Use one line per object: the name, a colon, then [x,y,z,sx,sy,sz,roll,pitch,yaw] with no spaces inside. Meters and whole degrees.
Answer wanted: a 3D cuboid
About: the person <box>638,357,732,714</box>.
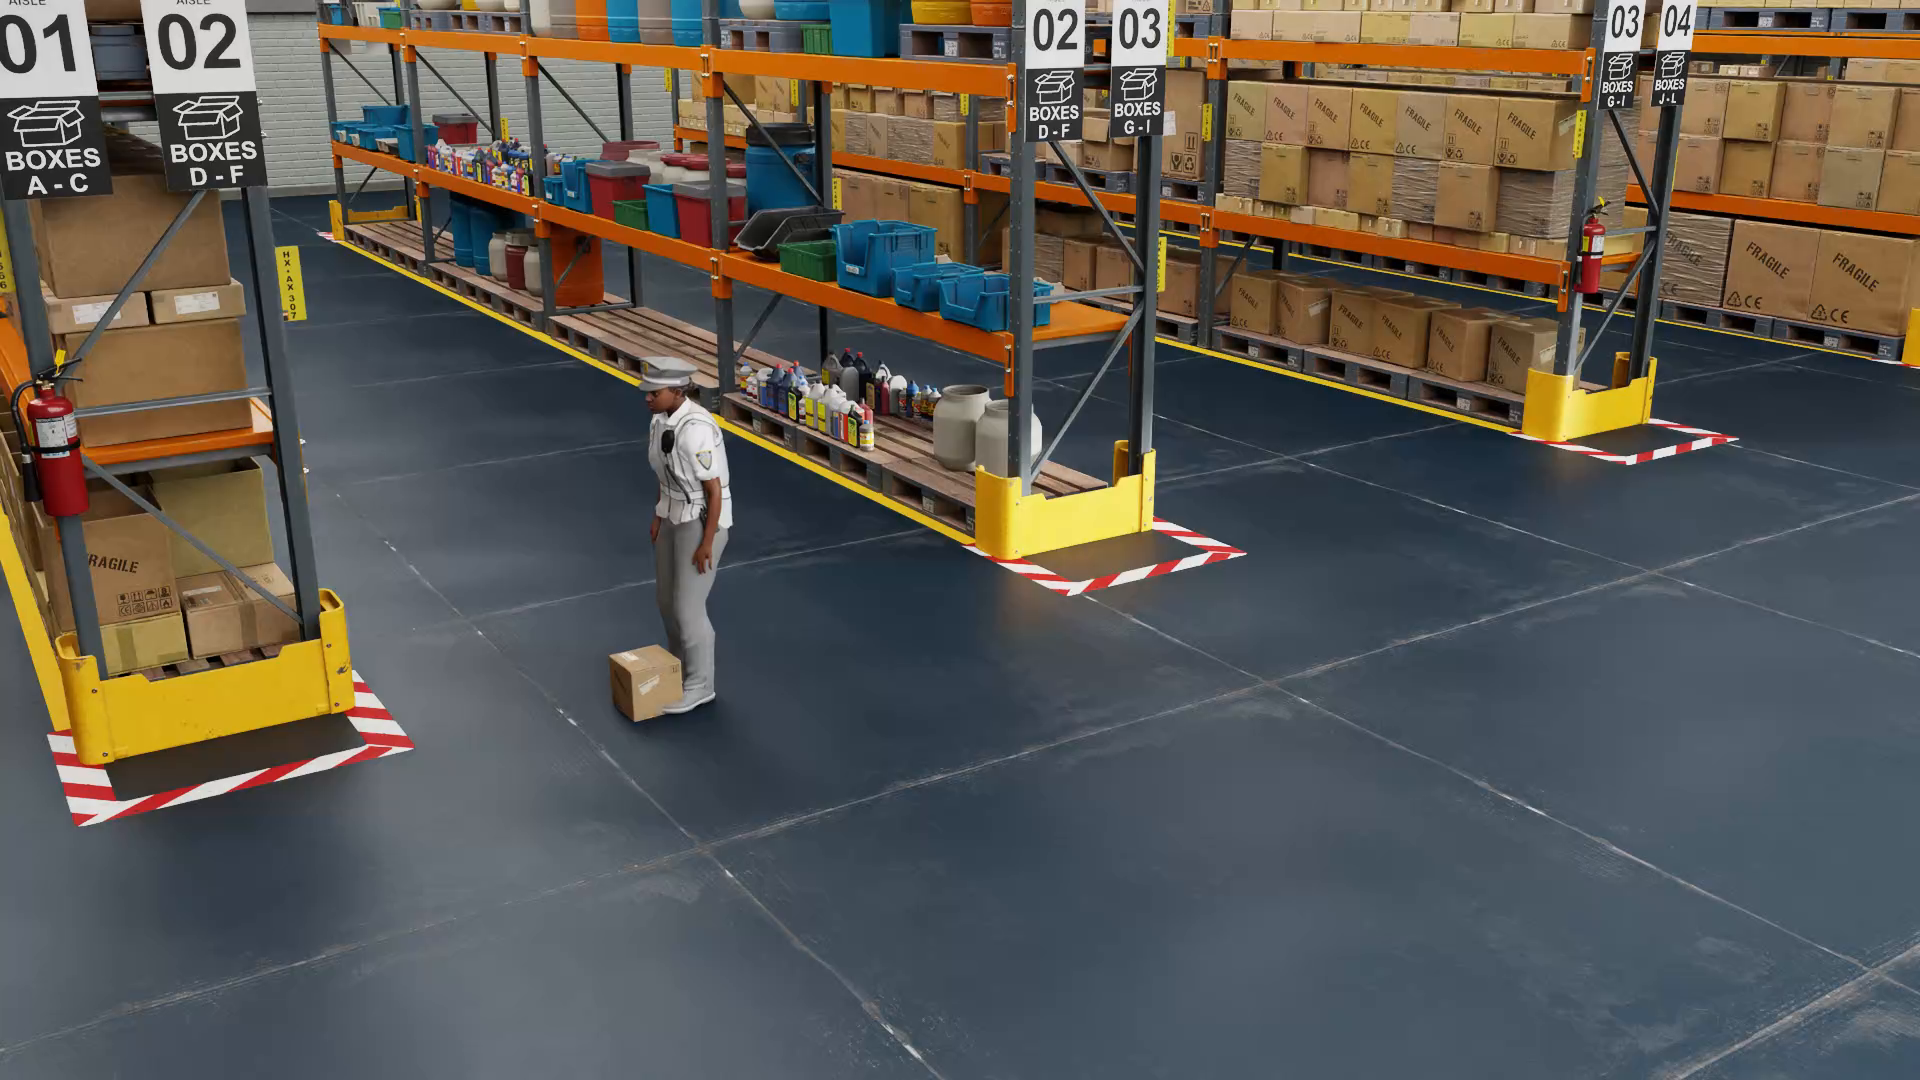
person: [-1.286,-0.041,7.680,0.423,1.660,0.532,-13,22,-34]
